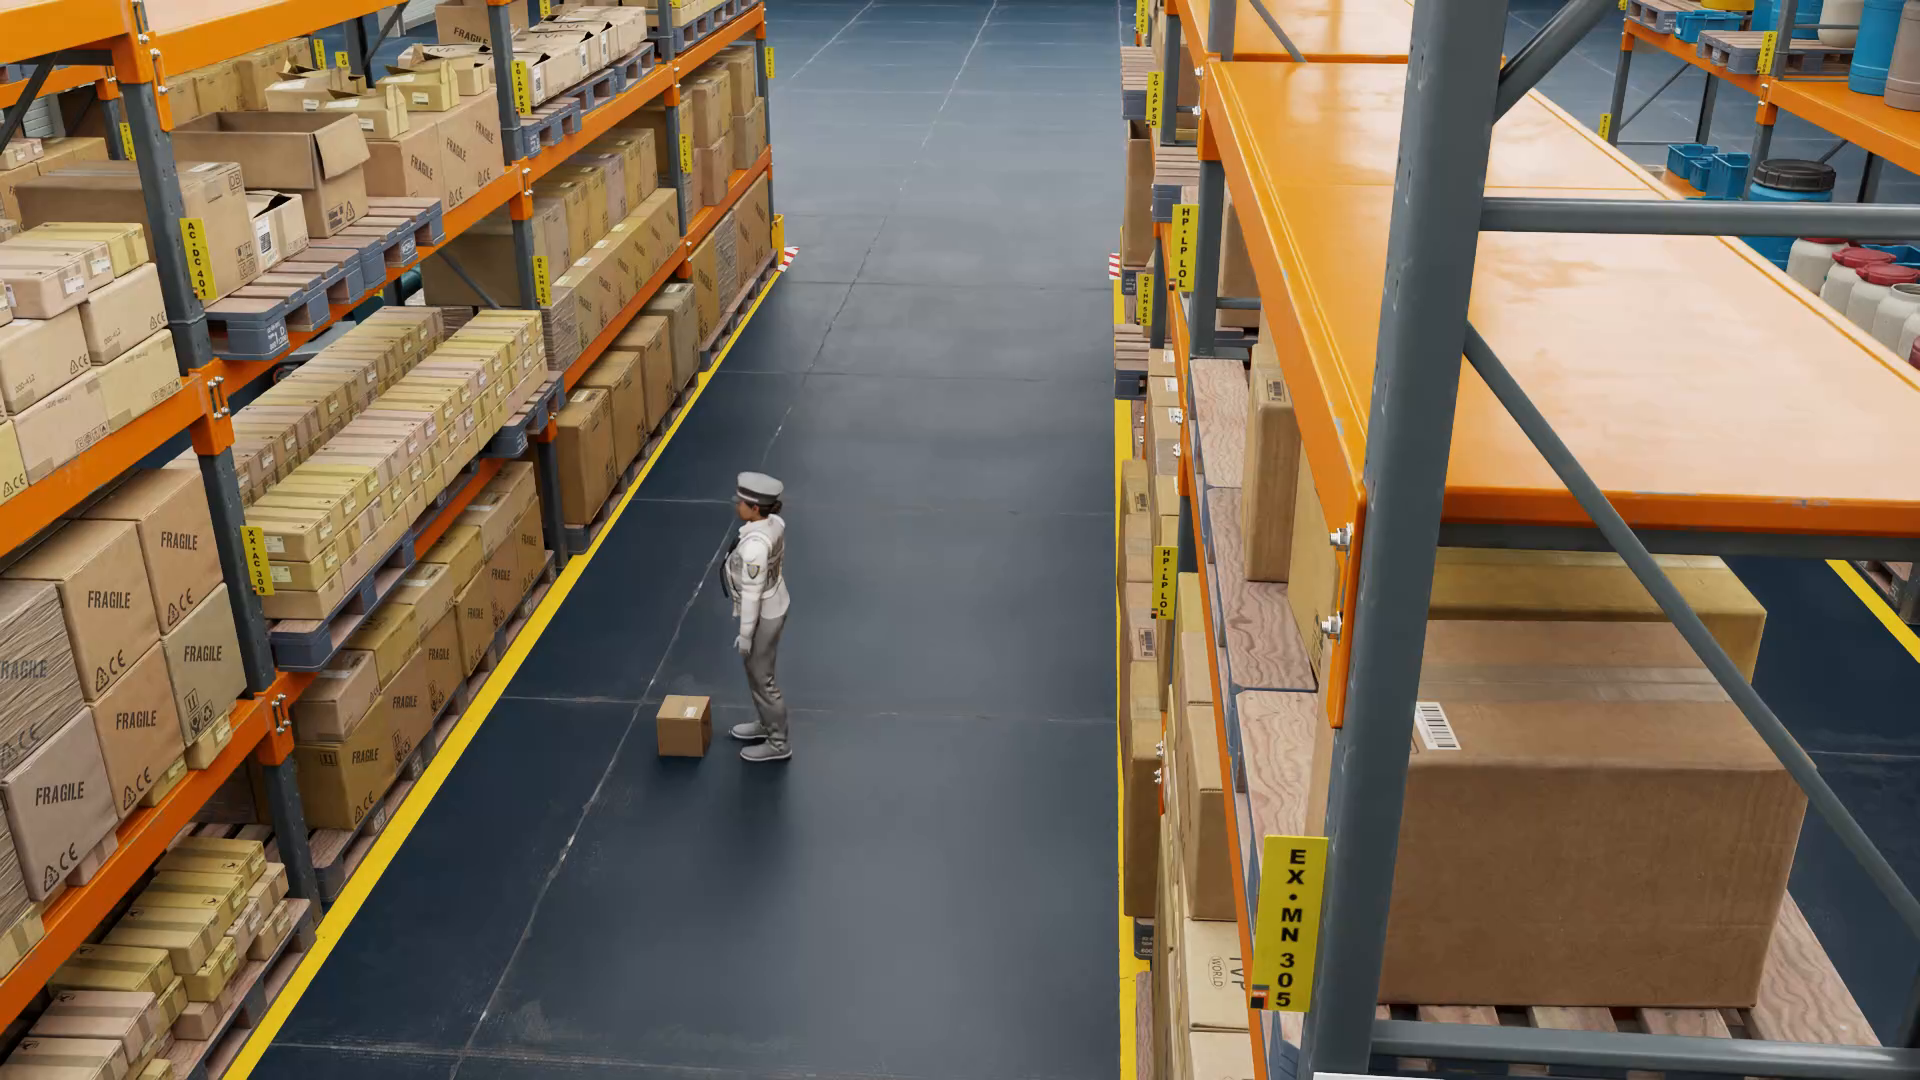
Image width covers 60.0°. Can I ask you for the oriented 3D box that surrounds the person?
[{"bbox_3d":[-1.126,0.422,9.051,0.393,1.679,0.475,2,25,5],"label":"person"}]
